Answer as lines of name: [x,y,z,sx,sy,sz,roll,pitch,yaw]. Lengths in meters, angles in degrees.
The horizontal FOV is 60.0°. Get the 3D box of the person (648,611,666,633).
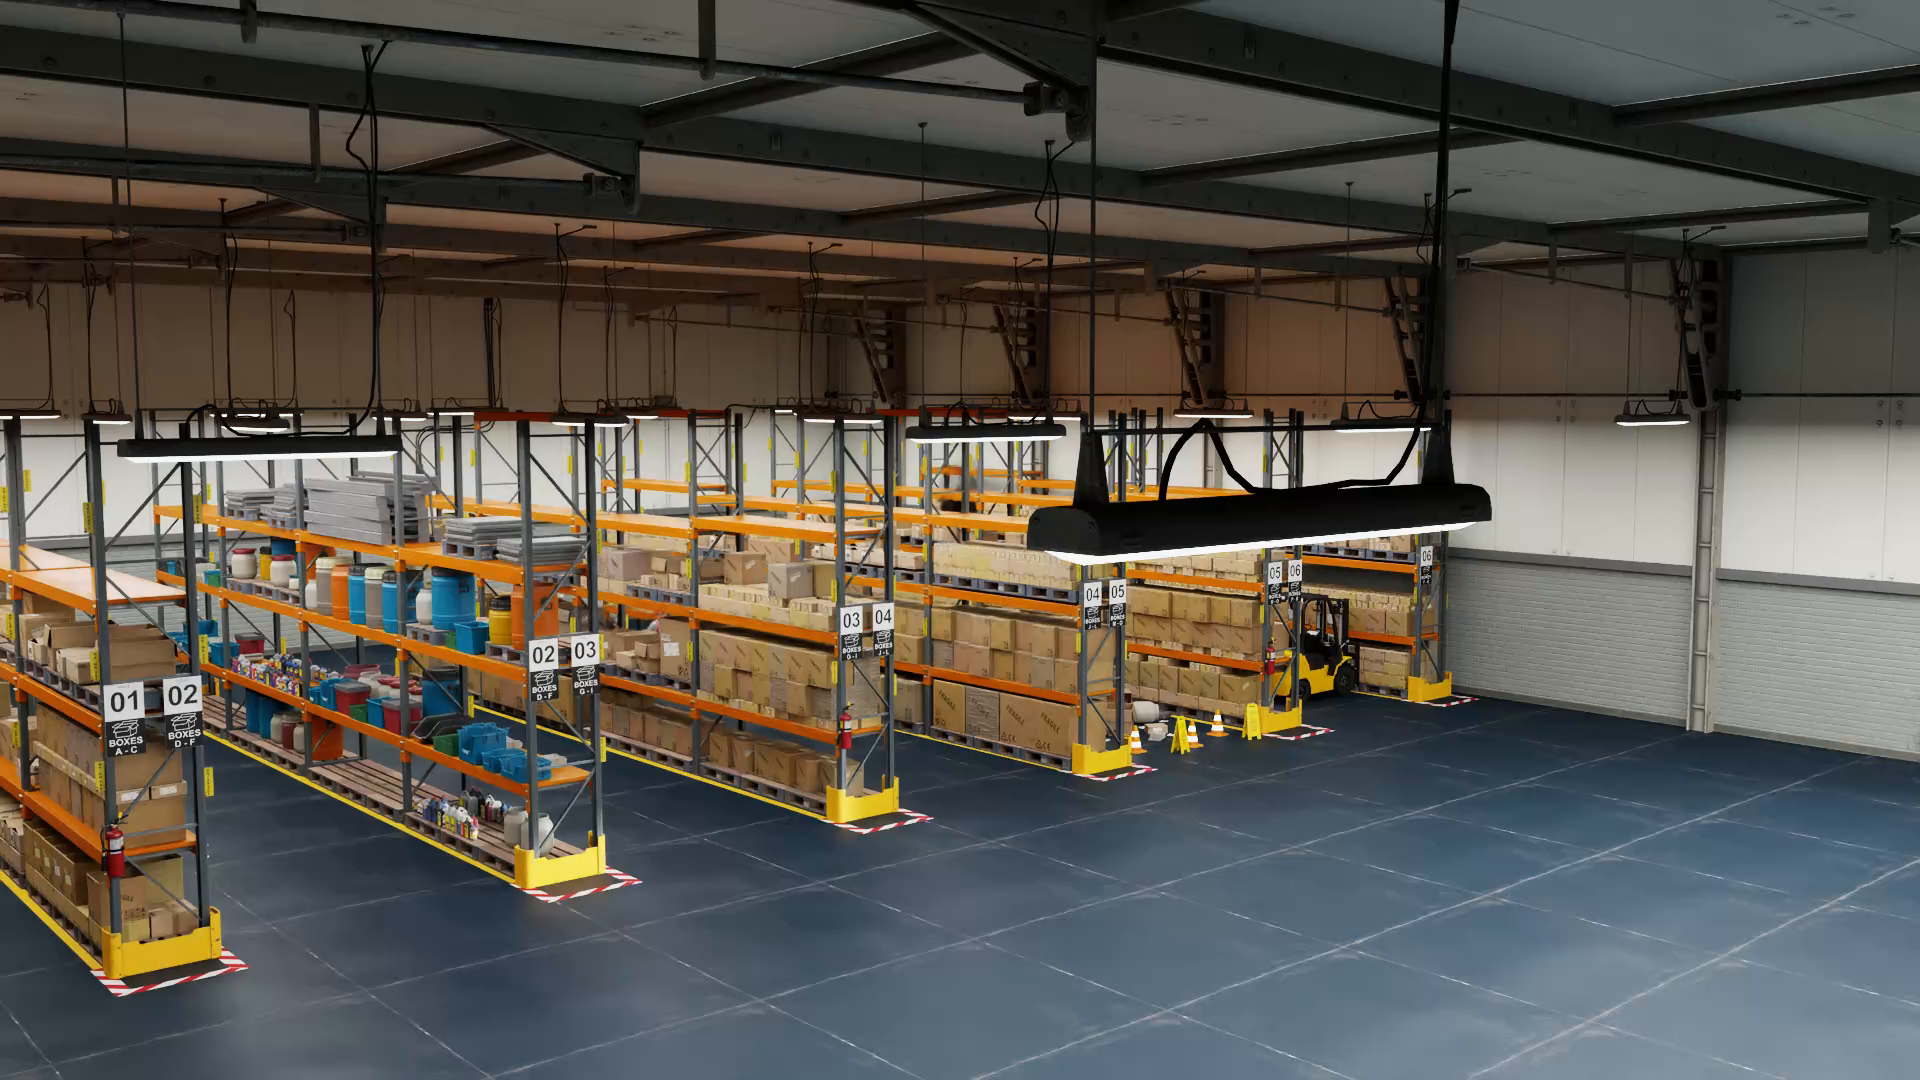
person: [-6.398,2.317,35.574,0.694,1.772,0.827,-5,7,-42]

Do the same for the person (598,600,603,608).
person: [-8.972,1.897,41.137,0.793,1.622,0.646,-1,5,-9]

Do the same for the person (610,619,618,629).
person: [-7.013,2.474,34.080,0.664,1.728,0.624,-5,7,-43]

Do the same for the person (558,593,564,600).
person: [-9.348,2.072,38.628,0.936,1.725,0.690,-2,5,-19]
